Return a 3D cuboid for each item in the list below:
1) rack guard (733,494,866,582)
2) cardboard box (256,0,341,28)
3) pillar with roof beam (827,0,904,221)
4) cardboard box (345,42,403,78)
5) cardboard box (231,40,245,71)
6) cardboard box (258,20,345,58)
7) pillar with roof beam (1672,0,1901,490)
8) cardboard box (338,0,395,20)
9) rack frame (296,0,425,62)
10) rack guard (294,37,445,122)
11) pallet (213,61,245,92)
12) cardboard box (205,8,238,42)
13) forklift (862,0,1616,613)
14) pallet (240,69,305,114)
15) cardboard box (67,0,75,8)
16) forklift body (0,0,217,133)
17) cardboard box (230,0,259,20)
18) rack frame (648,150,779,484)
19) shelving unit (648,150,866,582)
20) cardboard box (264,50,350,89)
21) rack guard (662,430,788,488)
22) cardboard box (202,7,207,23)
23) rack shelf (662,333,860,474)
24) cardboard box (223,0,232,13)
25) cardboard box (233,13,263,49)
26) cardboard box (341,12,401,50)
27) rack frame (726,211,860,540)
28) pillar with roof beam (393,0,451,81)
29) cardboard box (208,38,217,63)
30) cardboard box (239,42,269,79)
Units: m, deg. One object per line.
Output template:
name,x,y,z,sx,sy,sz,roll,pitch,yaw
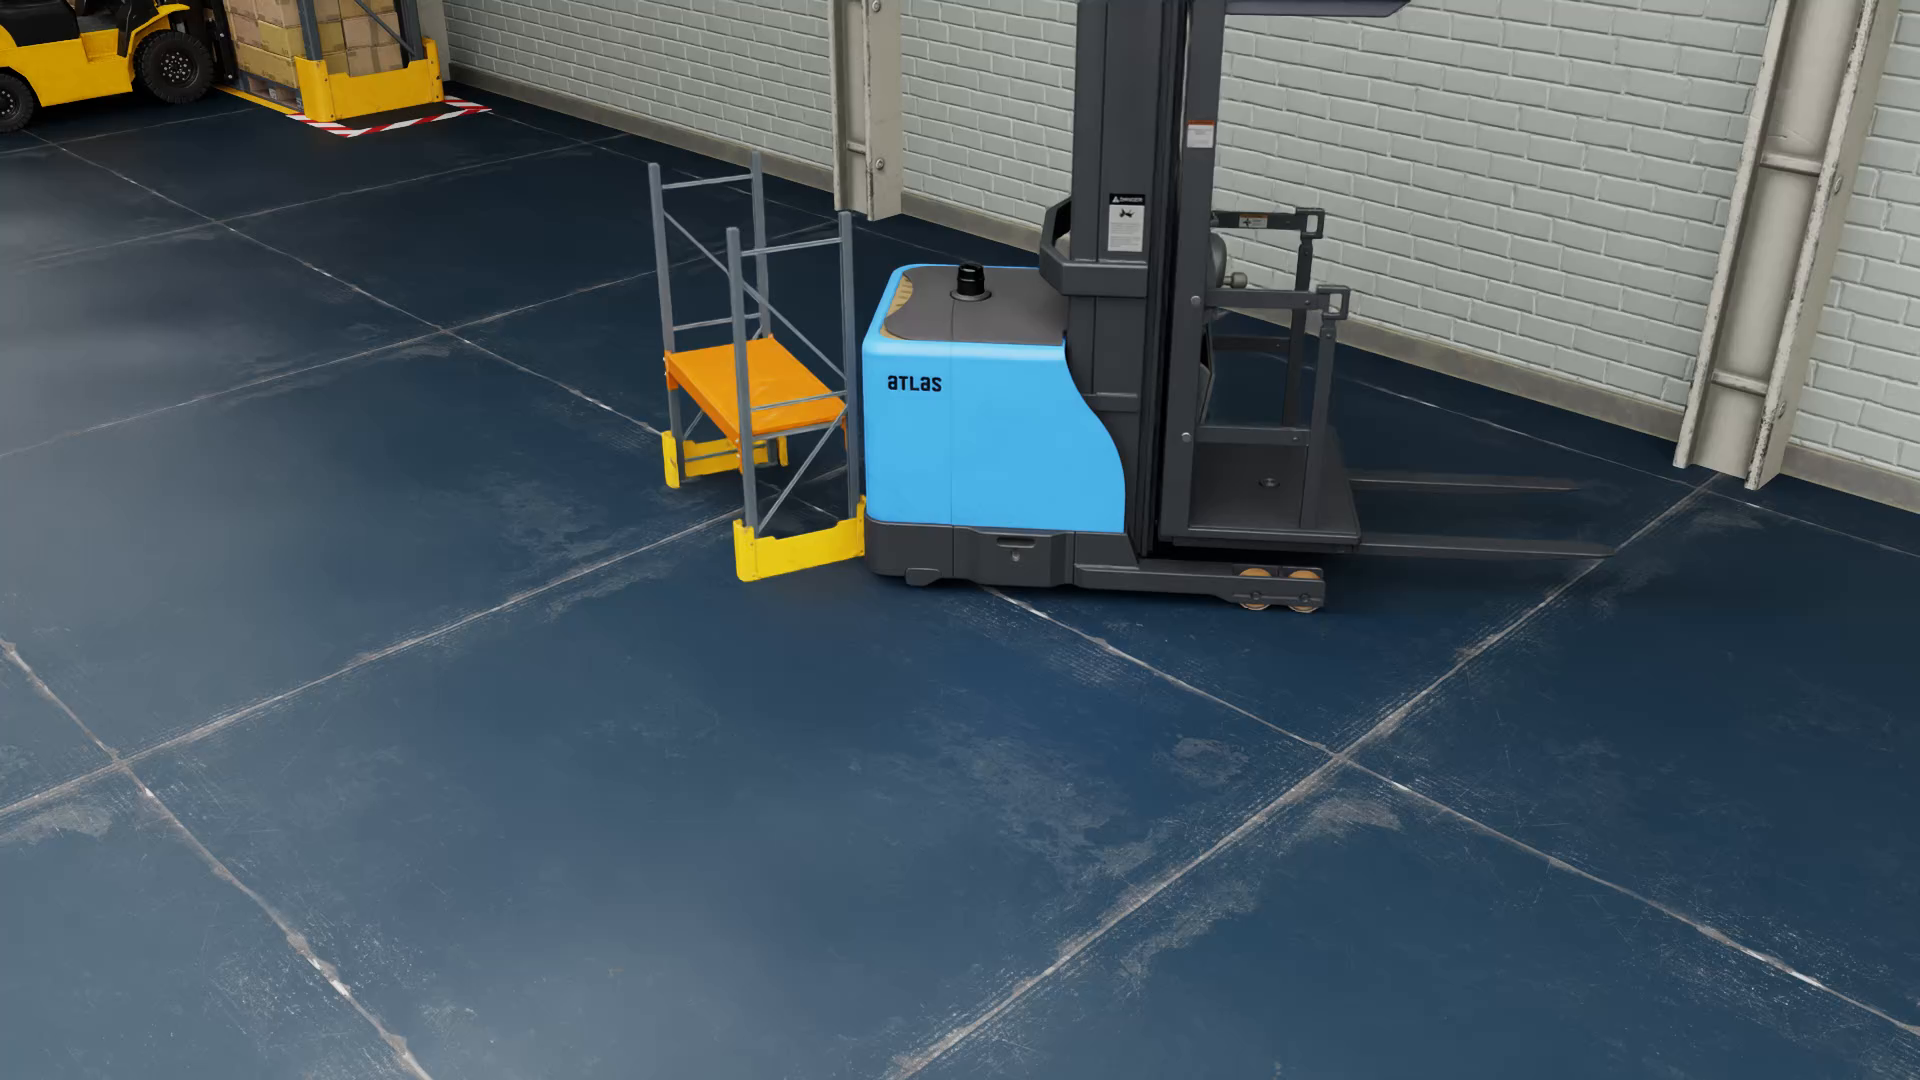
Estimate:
rack guard,-0.660,-0.011,7.003,0.587,0.250,0.087,-13,30,-23
cardboard box,-5.595,-4.518,14.049,0.500,0.250,0.500,-24,36,-38
pillar with roof beam,-3.653,-4.855,6.815,0.400,9.000,9.100,25,36,38
cardboard box,-5.261,-4.254,14.621,0.500,0.250,0.500,25,37,39
cardboard box,-6.303,-4.409,14.916,0.500,0.250,0.500,-25,37,-39
cardboard box,-5.614,-4.305,14.181,0.500,0.250,0.500,24,36,38
pillar with roof beam,0.626,-2.898,3.092,0.400,9.000,9.100,25,36,38
cardboard box,-5.258,-4.691,14.378,0.500,0.250,0.500,24,36,38
rack frame,-5.048,-5.060,13.651,0.127,3.000,1.000,25,36,38
rack guard,-5.031,-3.946,14.217,0.348,0.500,1.175,25,36,38
pallet,-6.489,-4.460,15.505,1.213,0.211,1.003,25,36,38
cardboard box,-6.347,-4.634,14.806,0.500,0.250,0.500,24,36,37
forklift,1.154,-1.266,6.508,3.031,2.935,1.130,3,28,5
pallet,-5.623,-4.062,14.748,1.213,0.211,1.003,25,36,38
cardboard box,-8.828,-5.923,17.391,0.625,0.625,0.875,24,36,38
forklift body,-7.679,-4.698,13.873,1.214,2.155,2.313,25,36,38
cardboard box,-5.963,-4.683,14.362,0.500,0.250,0.500,-25,36,-38
rack frame,-1.097,-0.981,7.505,0.500,1.500,0.032,-13,30,-23
shelving unit,-0.878,-0.773,7.108,0.587,1.500,1.083,-13,30,-23
cardboard box,-5.605,-4.078,14.285,0.500,0.250,0.500,25,37,39
rack guard,-1.097,-0.428,7.795,0.587,0.250,0.087,-13,30,-23
cardboard box,-6.702,-4.799,15.119,0.500,0.250,0.500,24,36,38
rack shelf,-0.874,-0.610,7.184,0.538,0.185,1.000,-13,30,-23
cardboard box,-6.330,-4.844,14.669,0.500,0.250,0.500,-25,37,-39
cardboard box,-5.965,-4.473,14.499,0.500,0.250,0.500,24,36,38
cardboard box,-5.238,-4.473,14.499,0.500,0.250,0.500,-25,36,-38
rack frame,-0.651,-0.556,6.696,0.500,1.500,0.032,-13,30,-23
pillar with roof beam,-7.931,-6.813,10.538,0.400,9.000,9.100,25,36,38
cardboard box,-6.689,-4.571,15.224,0.500,0.250,0.500,-24,36,-38
cardboard box,-5.953,-4.243,14.599,0.500,0.250,0.500,25,36,38
